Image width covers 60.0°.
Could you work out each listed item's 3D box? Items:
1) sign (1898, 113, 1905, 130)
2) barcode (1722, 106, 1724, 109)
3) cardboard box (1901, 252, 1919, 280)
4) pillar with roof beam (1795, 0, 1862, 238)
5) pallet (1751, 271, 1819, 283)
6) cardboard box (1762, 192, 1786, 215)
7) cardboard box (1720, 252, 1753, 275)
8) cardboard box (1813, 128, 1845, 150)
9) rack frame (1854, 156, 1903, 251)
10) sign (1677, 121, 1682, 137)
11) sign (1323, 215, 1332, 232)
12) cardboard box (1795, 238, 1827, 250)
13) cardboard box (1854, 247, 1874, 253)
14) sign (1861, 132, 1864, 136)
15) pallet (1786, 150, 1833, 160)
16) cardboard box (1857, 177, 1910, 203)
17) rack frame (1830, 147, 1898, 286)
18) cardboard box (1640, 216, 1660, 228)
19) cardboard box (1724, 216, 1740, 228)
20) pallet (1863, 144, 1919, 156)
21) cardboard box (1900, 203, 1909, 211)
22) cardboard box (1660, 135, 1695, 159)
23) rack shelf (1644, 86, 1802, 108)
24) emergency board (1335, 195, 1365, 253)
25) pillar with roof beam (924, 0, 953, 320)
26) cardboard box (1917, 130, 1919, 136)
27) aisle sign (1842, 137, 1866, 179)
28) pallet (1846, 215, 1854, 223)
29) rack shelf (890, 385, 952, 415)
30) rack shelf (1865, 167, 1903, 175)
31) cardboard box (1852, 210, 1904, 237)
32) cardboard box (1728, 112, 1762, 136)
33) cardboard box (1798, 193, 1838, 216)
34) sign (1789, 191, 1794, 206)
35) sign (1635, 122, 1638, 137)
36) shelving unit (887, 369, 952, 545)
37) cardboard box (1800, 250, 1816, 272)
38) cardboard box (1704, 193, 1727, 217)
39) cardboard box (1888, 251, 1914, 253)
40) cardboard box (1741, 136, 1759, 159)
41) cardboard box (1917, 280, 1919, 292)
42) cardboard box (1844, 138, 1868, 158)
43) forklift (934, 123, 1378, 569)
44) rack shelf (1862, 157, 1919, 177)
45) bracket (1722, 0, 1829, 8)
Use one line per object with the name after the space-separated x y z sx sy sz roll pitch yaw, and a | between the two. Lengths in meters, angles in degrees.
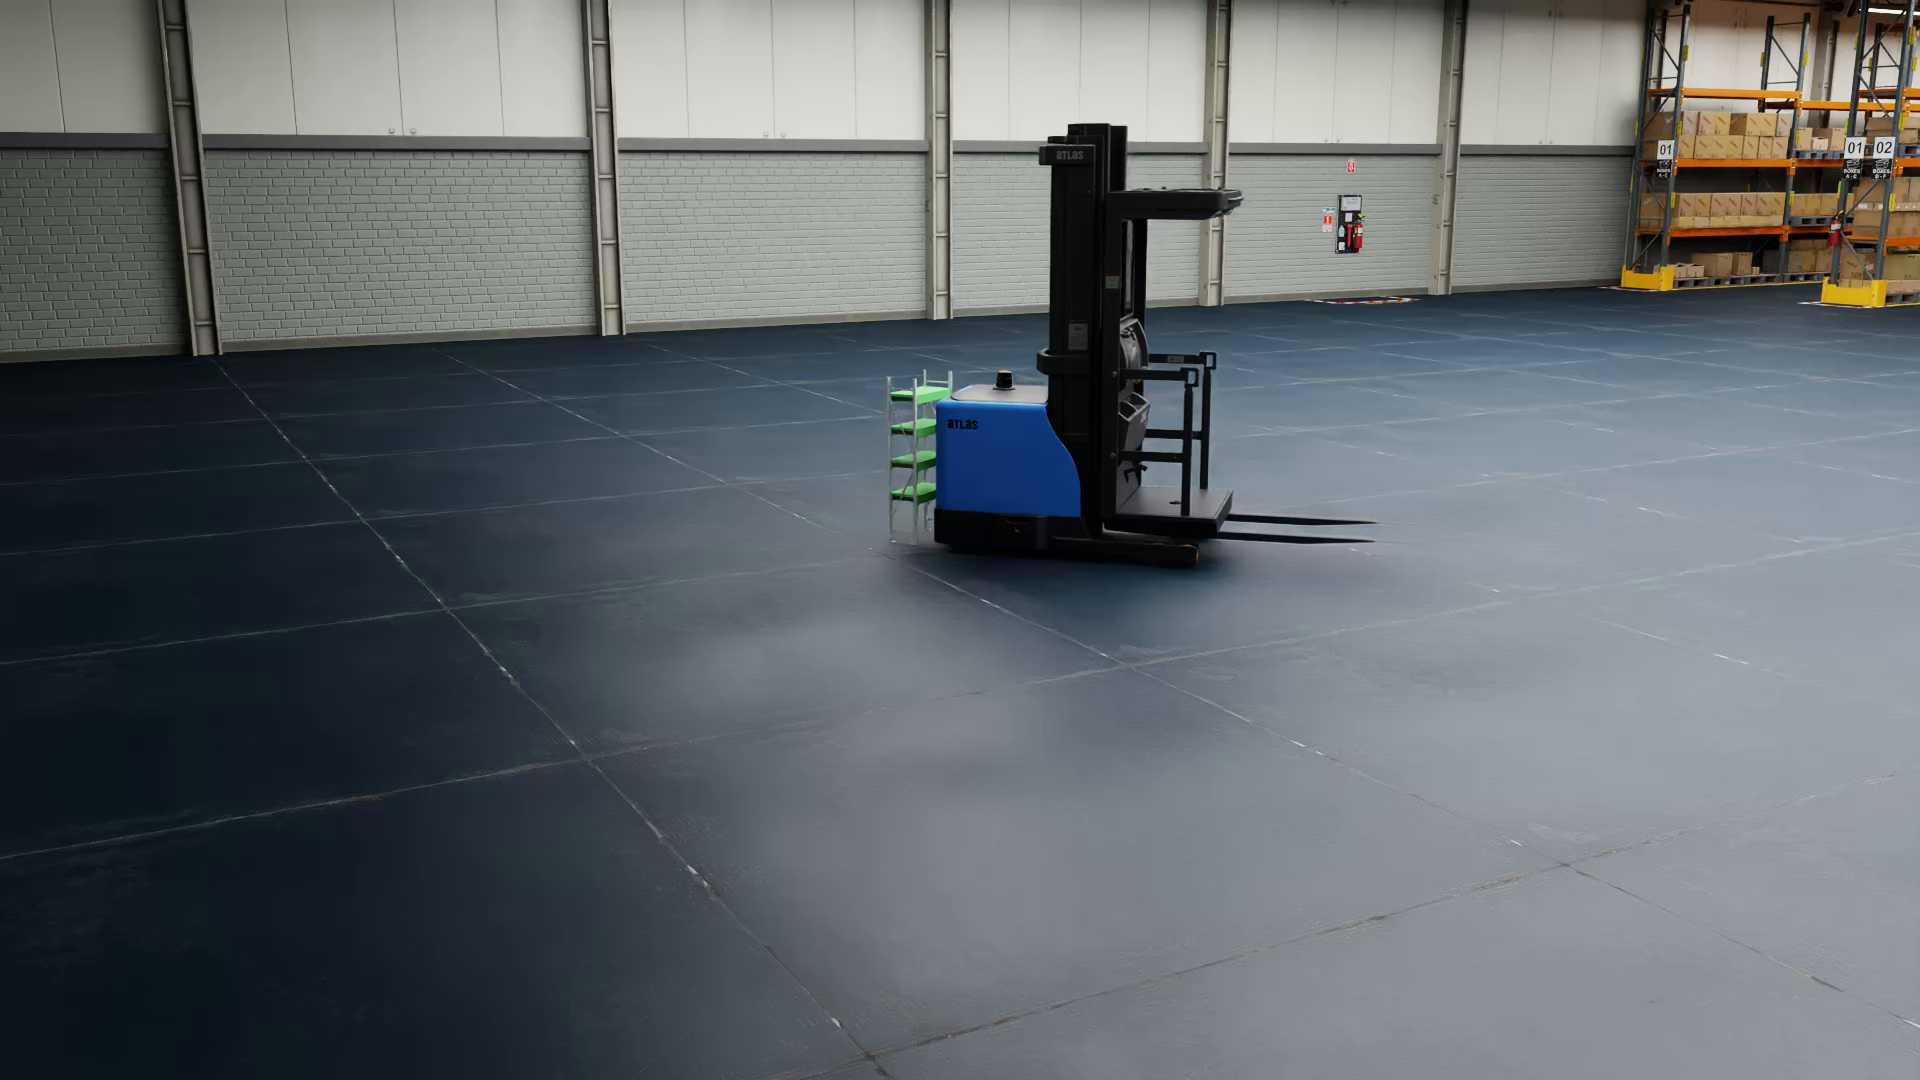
17.867 -7.938 31.548 0.005 0.325 0.100 -7 14 -28 | sign
17.315 -9.819 37.751 0.075 0.075 0.001 -7 14 -28 | barcode
19.054 -5.468 33.174 0.500 0.500 0.500 -7 14 -28 | cardboard box
22.759 -10.041 36.228 0.548 9.000 9.100 -7 14 -28 | pillar with roof beam
19.423 -6.214 39.242 1.213 0.211 1.003 -7 14 -28 | pallet
18.474 -7.686 38.016 0.500 0.500 0.500 -7 14 -28 | cardboard box
17.849 -6.371 38.277 0.500 0.500 0.500 -8 15 -32 | cardboard box
20.341 -9.382 38.948 0.500 0.500 0.500 -7 15 -30 | cardboard box
22.252 -7.913 40.440 0.127 3.000 1.000 -7 14 -28 | rack frame
15.490 -8.857 35.811 0.005 0.325 0.100 -7 14 -28 | sign
7.441 -6.407 33.667 0.234 0.329 0.001 -7 14 -28 | sign
20.218 -7.037 39.528 0.500 0.250 0.500 -7 15 -29 | cardboard box
21.645 -6.823 40.285 0.500 0.500 0.700 -7 14 -27 | cardboard box
21.993 -9.775 40.524 0.005 0.325 0.100 -7 14 -28 | sign
19.334 -8.909 38.459 1.003 0.211 1.213 -7 14 -28 | pallet
18.069 -6.851 32.539 0.500 0.500 0.700 -7 14 -28 | cardboard box
17.606 -6.118 32.460 0.127 3.000 1.000 -7 14 -28 | rack frame
15.547 -7.095 37.099 0.500 0.250 0.500 -7 14 -27 | cardboard box
17.154 -7.161 37.393 0.500 0.250 0.500 -7 14 -27 | cardboard box
18.240 -7.607 32.449 1.213 0.211 1.003 -7 14 -28 | pallet
18.285 -6.511 32.503 0.250 0.149 0.380 -7 15 -29 | cardboard box
15.643 -8.581 36.300 0.500 0.500 0.500 -6 14 -26 | cardboard box
16.985 -9.856 37.056 4.000 0.370 1.077 -7 14 -28 | rack shelf
7.976 -6.428 33.841 0.643 1.169 0.194 -7 14 -28 | emergency board
1.693 -7.516 25.009 0.400 9.000 9.100 -7 14 -28 | pillar with roof beam
18.979 -8.041 33.103 0.500 0.311 0.500 -5 14 -21 | cardboard box
17.408 -7.436 32.396 0.004 0.787 0.394 -7 14 -28 | aisle sign
21.677 -7.724 40.037 1.003 0.211 1.213 -7 14 -28 | pallet
-0.289 -1.013 11.980 0.258 0.148 0.480 7 15 30 | rack shelf
24.007 -9.236 41.125 4.000 0.370 1.077 -7 14 -28 | rack shelf
18.022 -6.213 32.657 0.500 0.500 0.700 -7 14 -28 | cardboard box
17.501 -9.281 37.133 0.500 0.500 0.500 -7 15 -30 | cardboard box
20.261 -7.936 39.309 0.500 0.500 0.700 -5 14 -20 | cardboard box
19.007 -7.811 38.014 0.005 0.325 0.100 -7 14 -28 | sign
14.981 -9.076 36.759 0.005 0.325 0.100 -7 14 -28 | sign
-0.289 -0.607 12.072 0.258 1.200 0.503 7 15 30 | shelving unit
19.808 -6.632 39.439 0.500 0.500 0.700 -7 15 -29 | cardboard box
16.688 -7.470 37.057 0.500 0.500 0.500 -7 15 -30 | cardboard box
19.245 -5.621 33.852 0.500 0.500 0.500 -7 14 -28 | cardboard box
17.498 -8.797 37.263 0.500 0.500 0.500 -7 15 -30 | cardboard box
19.060 -5.100 33.247 0.500 0.250 0.500 -7 14 -28 | cardboard box
21.069 -9.318 39.571 0.637 0.503 0.797 -5 14 -20 | cardboard box
1.392 -1.365 11.499 3.031 2.935 1.130 3 13 15 | forklift
19.362 -7.440 33.145 4.000 0.370 1.077 -7 14 -28 | rack shelf
18.225 -12.241 37.809 4.783 0.066 0.076 -7 14 -28 | bracket
